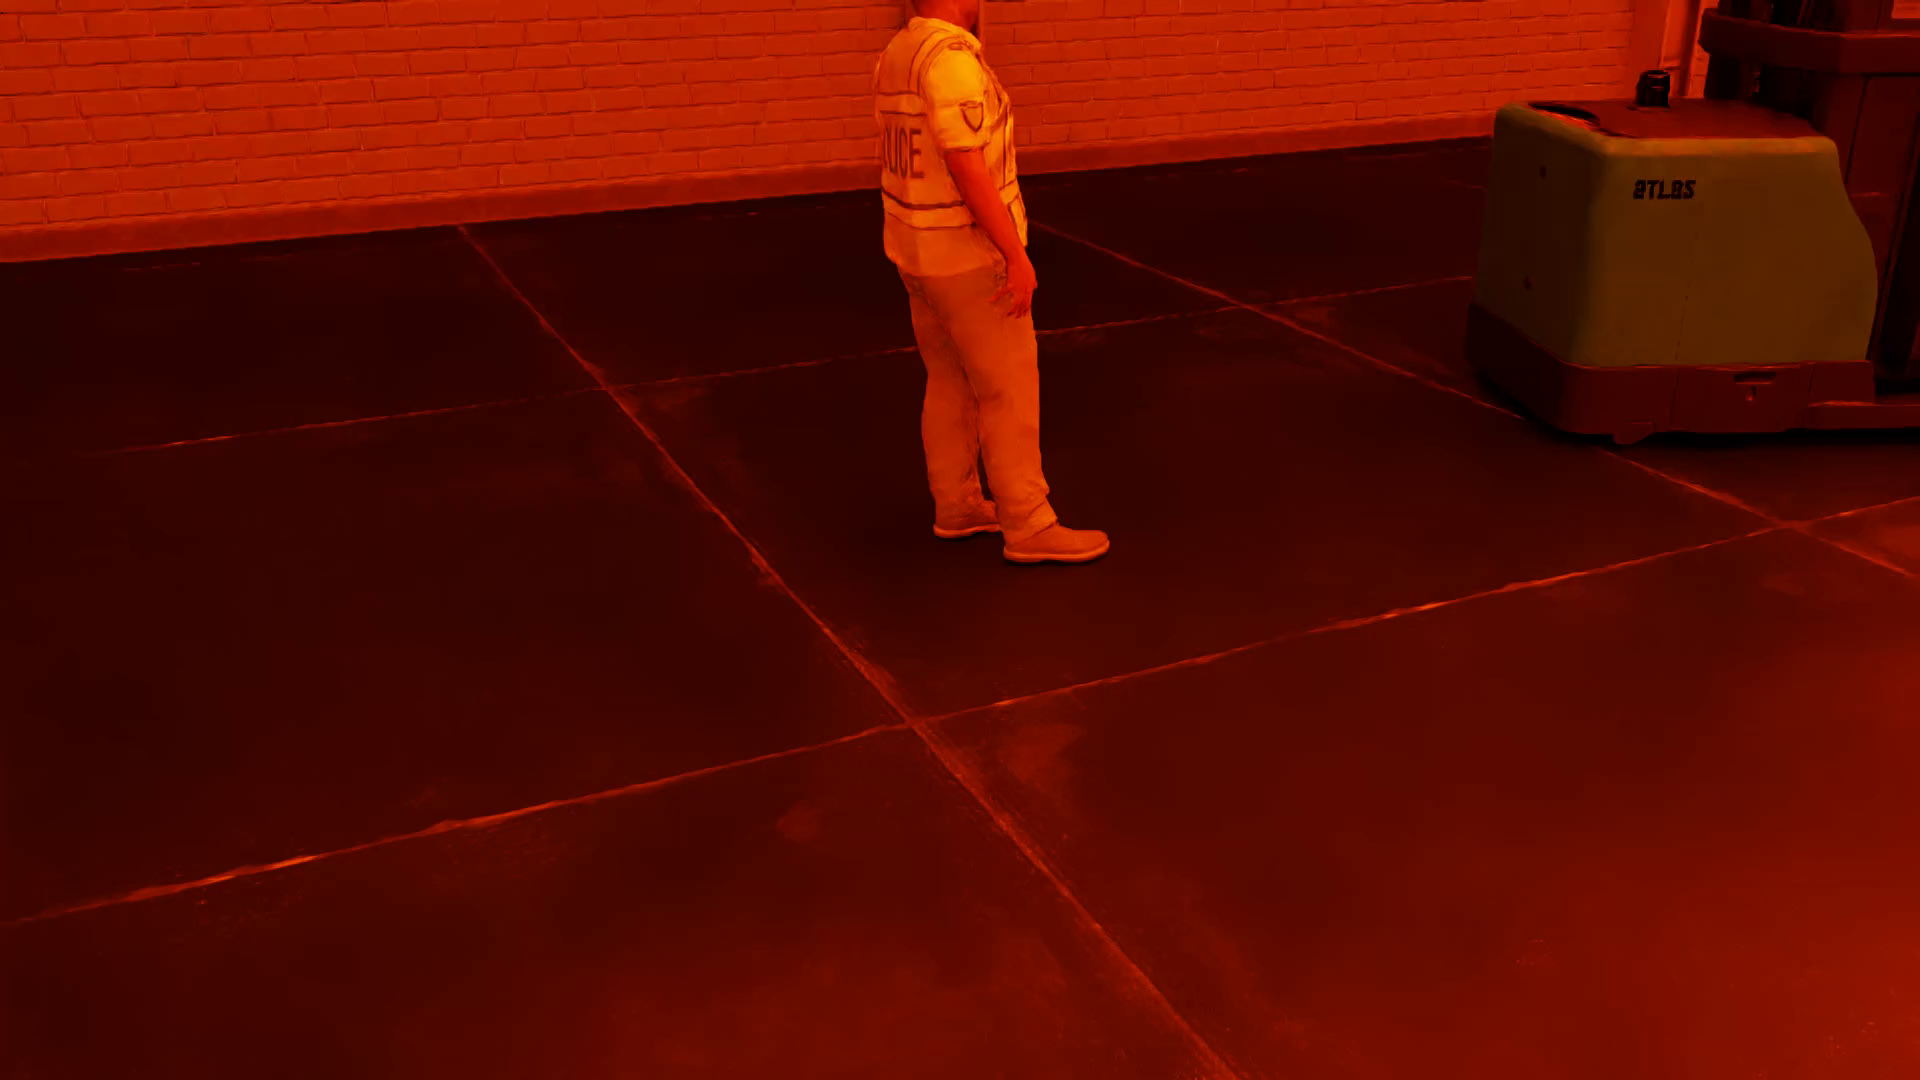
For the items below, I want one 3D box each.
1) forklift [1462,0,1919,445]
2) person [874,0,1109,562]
[{"bbox_3d":[3.568,-1.906,5.874,3.031,2.935,1.130,-2,23,-5],"label":"forklift"},{"bbox_3d":[0.076,-0.839,4.782,0.574,1.781,0.640,-10,25,-23],"label":"person"}]
